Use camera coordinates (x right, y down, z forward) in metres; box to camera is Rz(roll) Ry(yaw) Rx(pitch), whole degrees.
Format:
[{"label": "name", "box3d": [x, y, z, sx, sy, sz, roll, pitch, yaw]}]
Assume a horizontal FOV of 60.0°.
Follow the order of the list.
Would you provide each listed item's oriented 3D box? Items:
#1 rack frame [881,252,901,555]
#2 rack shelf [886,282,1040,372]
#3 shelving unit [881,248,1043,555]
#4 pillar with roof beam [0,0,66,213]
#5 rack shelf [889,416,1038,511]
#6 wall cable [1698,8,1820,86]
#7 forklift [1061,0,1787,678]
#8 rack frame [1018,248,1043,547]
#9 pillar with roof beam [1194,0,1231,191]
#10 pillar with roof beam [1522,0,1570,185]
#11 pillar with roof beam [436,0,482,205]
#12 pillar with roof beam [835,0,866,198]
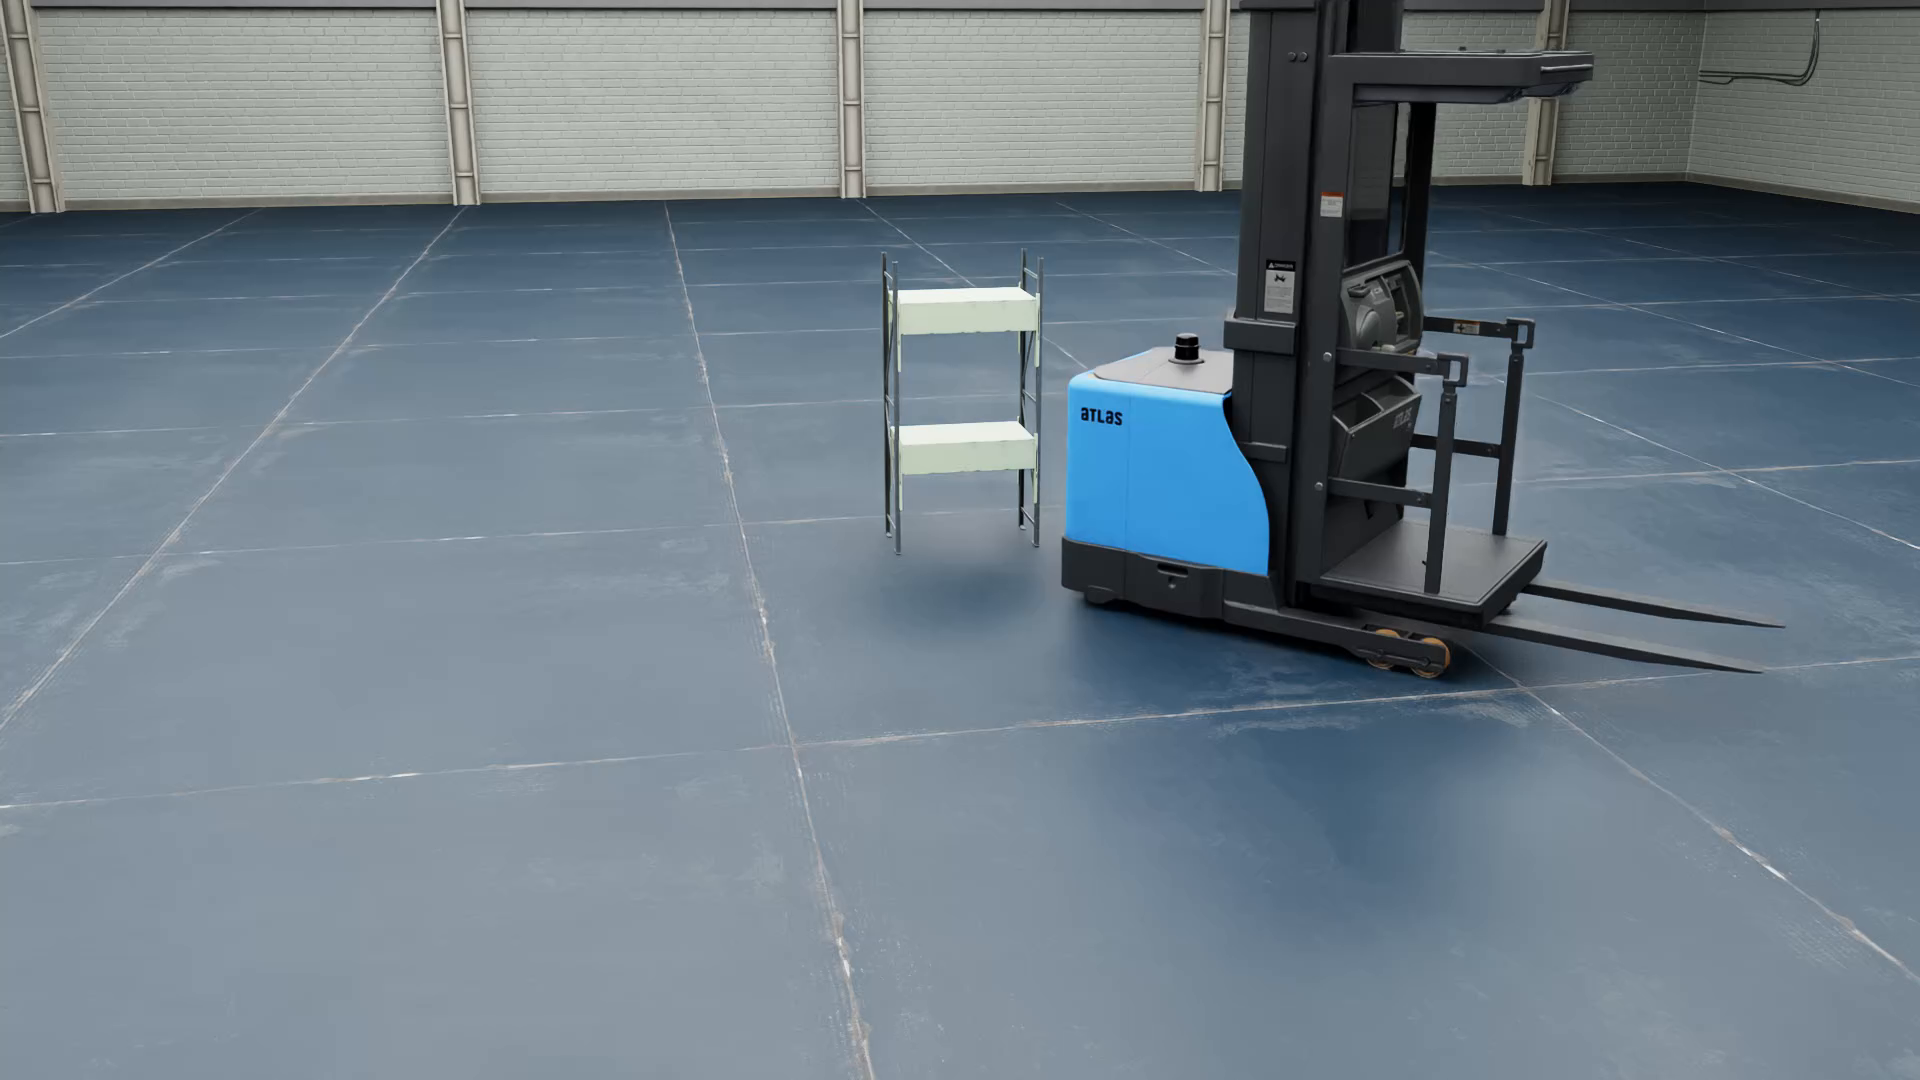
[{"label": "rack frame", "box3d": [-0.353, -0.697, 8.526, 0.023, 1.500, 0.400, -3, 17, -10]}, {"label": "rack shelf", "box3d": [0.007, -1.090, 8.478, 0.720, 0.370, 0.431, -3, 17, -10]}, {"label": "shelving unit", "box3d": [0.007, -0.717, 8.593, 0.755, 1.500, 0.431, -3, 17, -10]}, {"label": "pillar with roof beam", "box3d": [-12.696, -7.929, 19.299, 0.400, 9.000, 9.100, -3, 17, -10]}, {"label": "rack shelf", "box3d": [0.007, -0.406, 8.689, 0.720, 0.370, 0.431, -3, 17, -10]}, {"label": "wall cable", "box3d": [13.195, -8.805, 27.441, 0.112, 2.526, 3.097, -3, 17, -10]}, {"label": "forklift", "box3d": [1.995, -1.002, 7.083, 3.031, 2.935, 1.130, 11, 20, 31]}, {"label": "rack frame", "box3d": [0.366, -0.738, 8.659, 0.023, 1.500, 0.400, -3, 17, -10]}, {"label": "pillar with roof beam", "box3d": [4.977, -8.931, 22.563, 0.400, 9.000, 9.100, -3, 17, -10]}, {"label": "pillar with roof beam", "box3d": [10.868, -9.265, 23.651, 0.400, 9.000, 9.100, -3, 17, -10]}, {"label": "pillar with roof beam", "box3d": [-6.805, -8.263, 20.387, 0.400, 9.000, 9.100, -3, 17, -10]}, {"label": "pillar with roof beam", "box3d": [-0.914, -8.597, 21.475, 0.400, 9.000, 9.100, -3, 17, -10]}]
